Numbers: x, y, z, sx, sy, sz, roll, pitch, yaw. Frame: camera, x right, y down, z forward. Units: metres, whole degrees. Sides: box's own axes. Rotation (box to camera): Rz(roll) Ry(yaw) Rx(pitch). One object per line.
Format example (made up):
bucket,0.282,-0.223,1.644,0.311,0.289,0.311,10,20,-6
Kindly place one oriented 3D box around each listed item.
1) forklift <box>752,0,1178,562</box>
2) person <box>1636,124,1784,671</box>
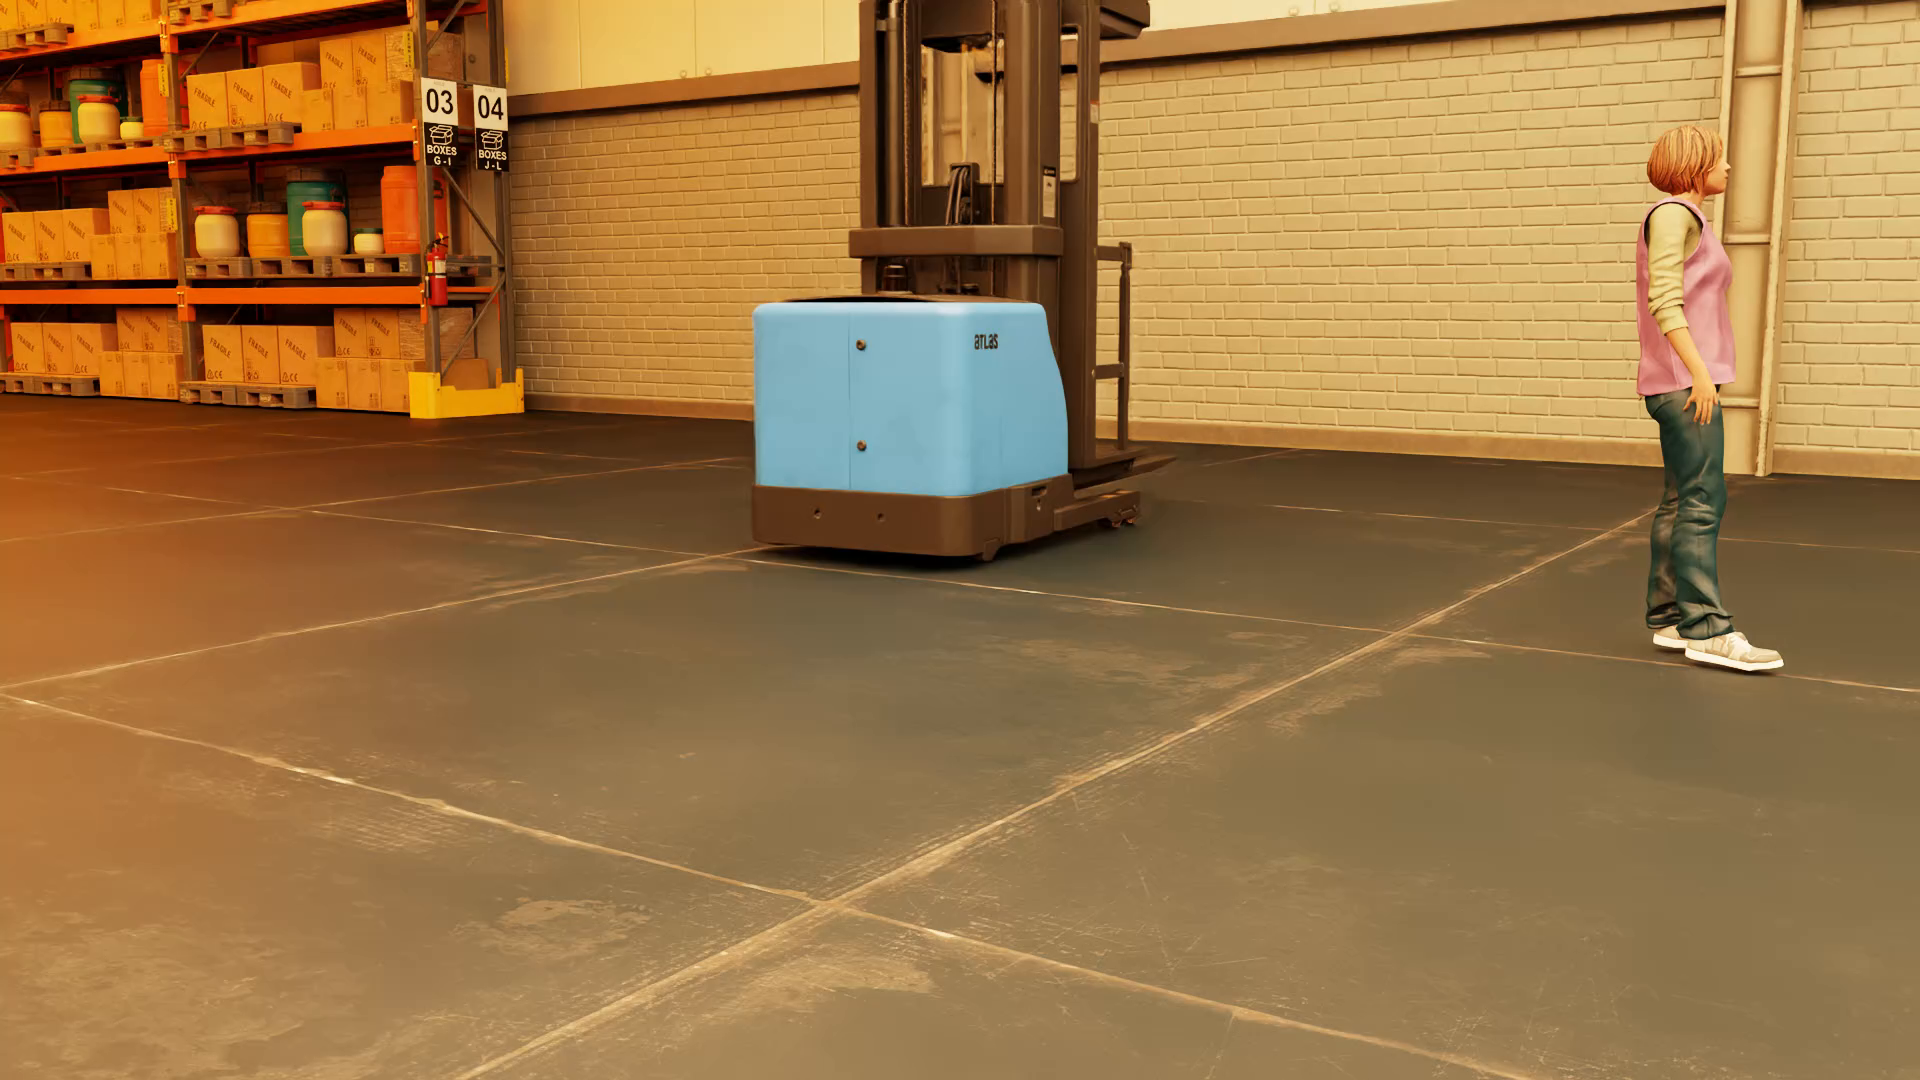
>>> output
forklift,0.236,-1.532,7.964,1.130,2.935,3.031,4,9,27
person,2.273,-0.446,5.012,0.475,1.597,0.520,4,9,26
